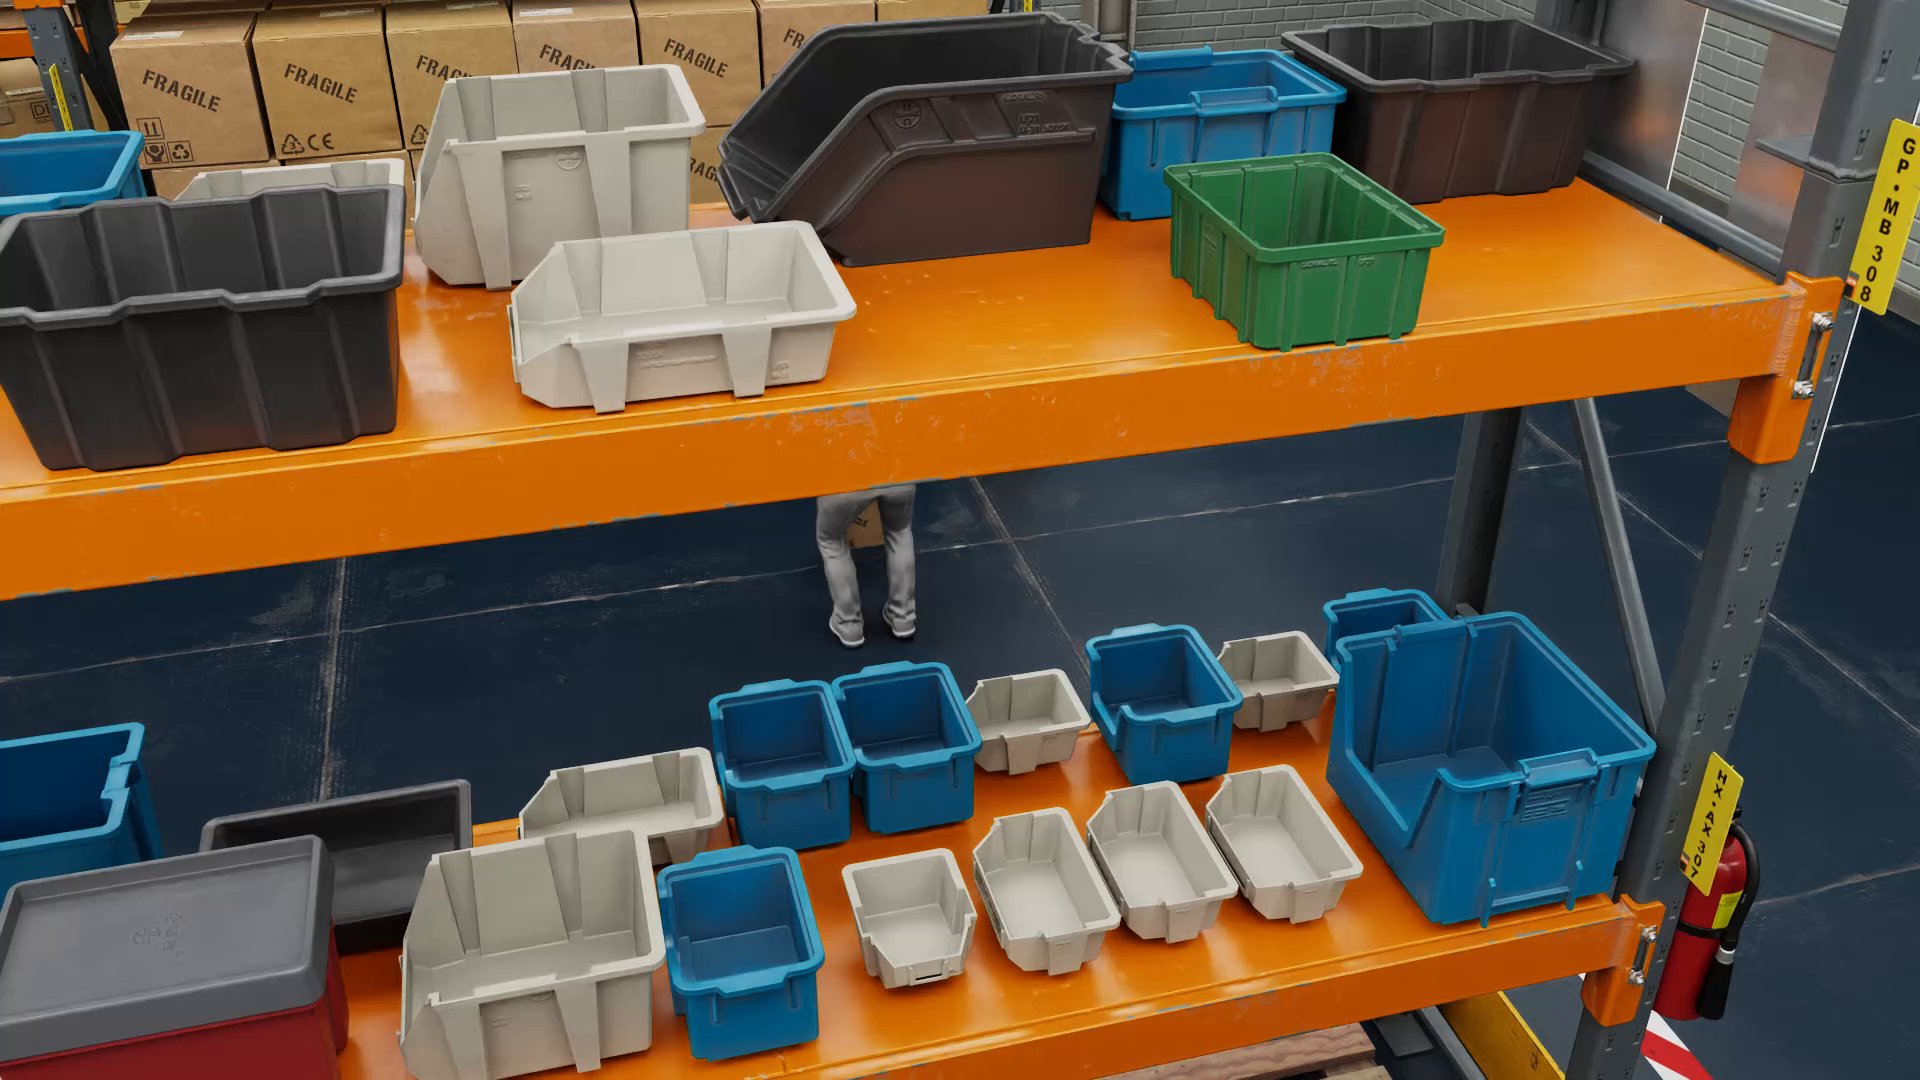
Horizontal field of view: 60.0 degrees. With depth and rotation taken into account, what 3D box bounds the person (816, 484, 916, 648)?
[{"bbox_3d":[-0.406,-0.300,6.741,0.516,1.576,0.526,-7,31,-12],"label":"person"}]
